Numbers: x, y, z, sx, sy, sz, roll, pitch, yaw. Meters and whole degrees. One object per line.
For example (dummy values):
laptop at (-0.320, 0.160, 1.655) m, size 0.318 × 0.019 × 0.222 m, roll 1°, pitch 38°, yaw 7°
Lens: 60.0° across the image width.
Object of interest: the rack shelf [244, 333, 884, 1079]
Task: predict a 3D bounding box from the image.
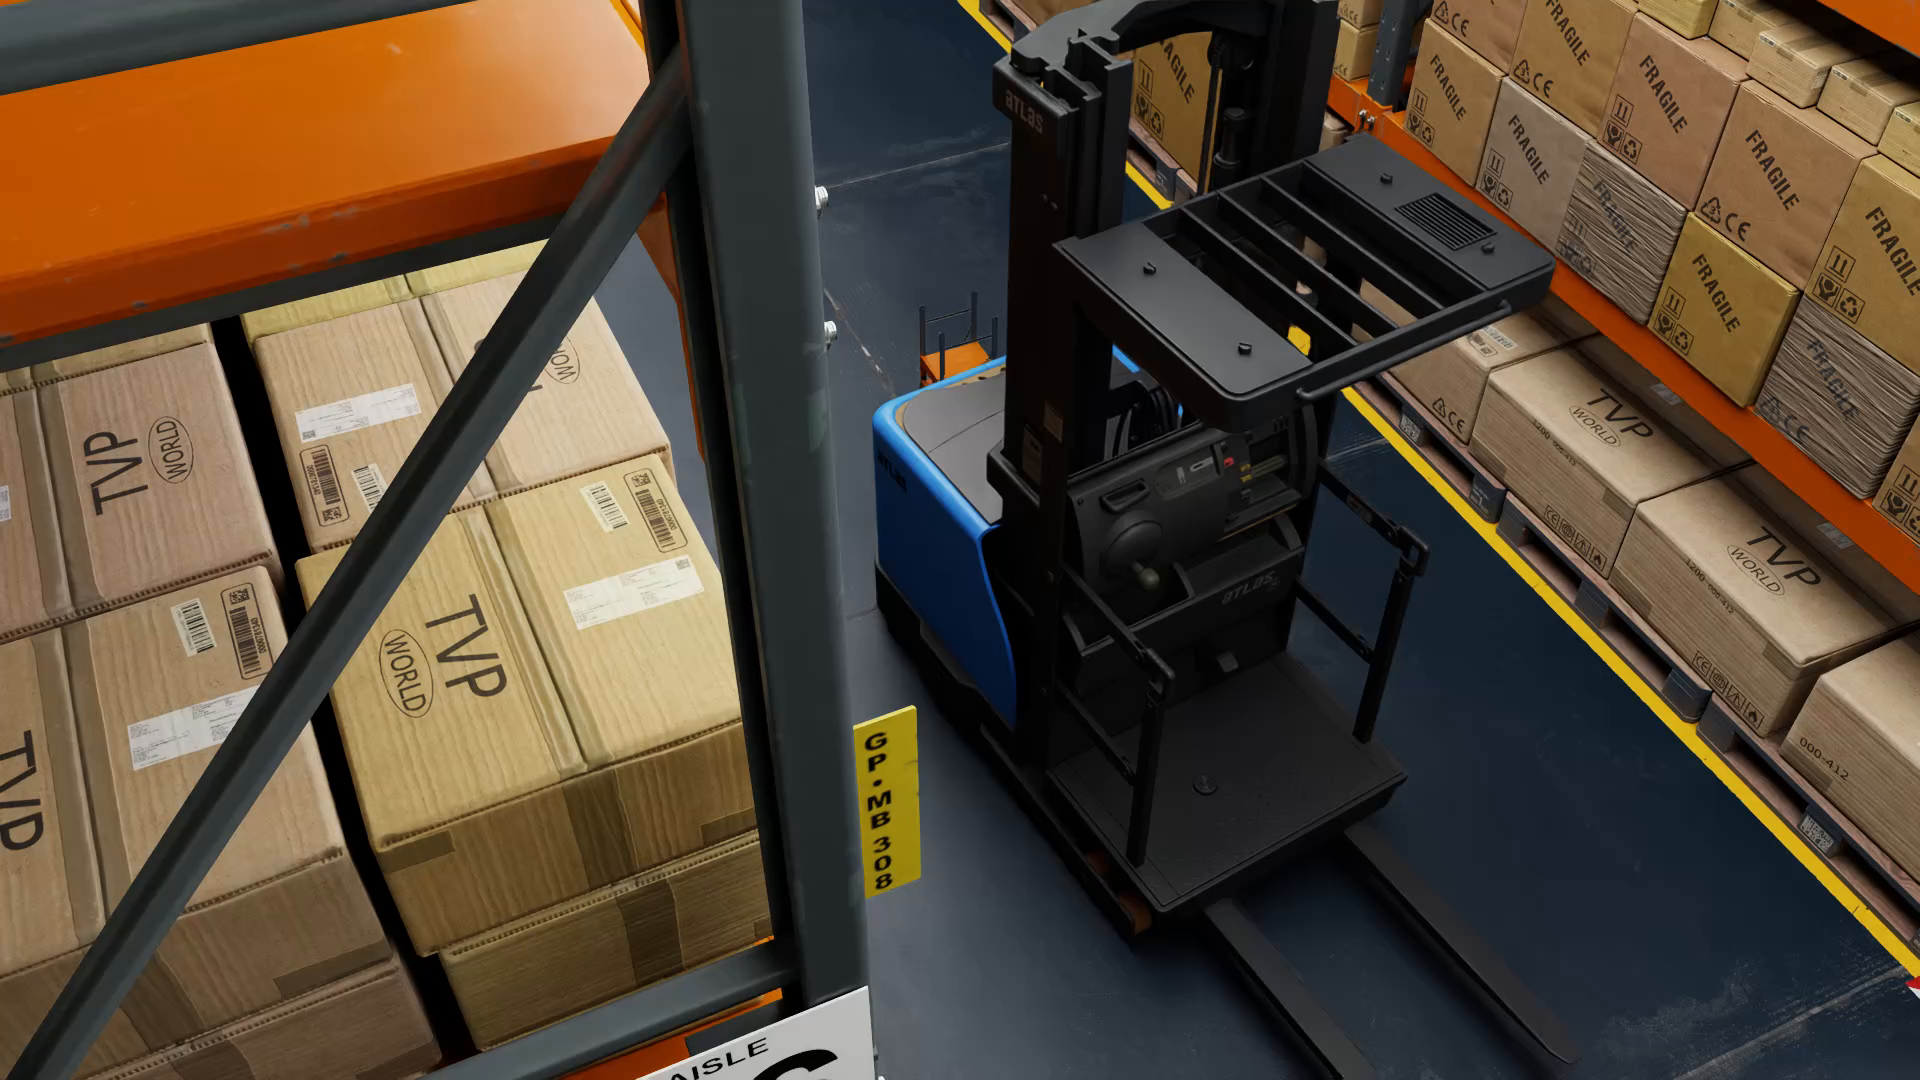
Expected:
rack shelf at (-1.427, -0.236, 3.599) m, size 1.077 × 0.370 × 4.000 m, roll -18°, pitch 47°, yaw -17°

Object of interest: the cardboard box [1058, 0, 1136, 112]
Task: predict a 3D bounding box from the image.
cardboard box at (1.138, -3.075, 9.313) m, size 0.875 × 0.875 × 0.875 m, roll -17°, pitch 47°, yaw -17°

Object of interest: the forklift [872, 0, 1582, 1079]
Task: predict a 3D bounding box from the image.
forklift at (0.862, -0.062, 5.095) m, size 1.130 × 2.935 × 3.031 m, roll -23°, pitch 49°, yaw -22°

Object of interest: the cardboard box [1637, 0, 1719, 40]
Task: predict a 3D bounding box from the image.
cardboard box at (2.534, -1.848, 5.611) m, size 0.380 × 0.149 × 0.250 m, roll -19°, pitch 48°, yaw -19°

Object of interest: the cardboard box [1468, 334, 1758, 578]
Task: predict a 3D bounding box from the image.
cardboard box at (2.778, -0.402, 6.916) m, size 0.875 × 0.438 × 0.875 m, roll -19°, pitch 48°, yaw -19°

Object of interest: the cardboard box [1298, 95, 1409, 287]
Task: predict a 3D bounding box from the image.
cardboard box at (1.901, -1.932, 8.155) m, size 0.875 × 0.875 × 0.875 m, roll -17°, pitch 47°, yaw -16°

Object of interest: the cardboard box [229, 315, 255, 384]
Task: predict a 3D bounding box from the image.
cardboard box at (-1.673, -0.445, 3.193) m, size 0.500 × 0.250 × 0.500 m, roll -17°, pitch 47°, yaw -16°

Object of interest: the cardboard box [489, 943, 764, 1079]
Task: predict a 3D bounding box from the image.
cardboard box at (-0.509, 0.600, 2.418) m, size 0.380 × 0.149 × 0.250 m, roll -17°, pitch 47°, yaw -17°

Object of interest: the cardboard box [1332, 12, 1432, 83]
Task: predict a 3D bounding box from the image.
cardboard box at (1.817, -2.325, 7.446) m, size 0.500 × 0.250 × 0.500 m, roll -19°, pitch 48°, yaw -18°

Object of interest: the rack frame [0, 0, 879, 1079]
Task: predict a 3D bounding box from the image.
rack frame at (-0.586, -0.285, 1.001) m, size 1.000 × 3.000 × 0.127 m, roll -18°, pitch 47°, yaw -17°

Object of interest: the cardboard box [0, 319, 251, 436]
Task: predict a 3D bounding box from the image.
cardboard box at (-1.470, -0.306, 2.696) m, size 0.500 × 0.250 × 0.500 m, roll -18°, pitch 47°, yaw -17°

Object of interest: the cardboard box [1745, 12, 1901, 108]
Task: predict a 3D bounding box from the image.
cardboard box at (2.755, -1.535, 5.294) m, size 0.380 × 0.149 × 0.250 m, roll -18°, pitch 47°, yaw -17°

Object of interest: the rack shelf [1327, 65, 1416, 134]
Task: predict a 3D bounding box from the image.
rack shelf at (1.393, -3.185, 8.724) m, size 1.077 × 0.370 × 4.000 m, roll -18°, pitch 47°, yaw -17°

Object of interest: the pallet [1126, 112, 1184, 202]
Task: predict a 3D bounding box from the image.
pallet at (1.324, -2.422, 9.424) m, size 1.003 × 0.211 × 1.213 m, roll -18°, pitch 47°, yaw -17°

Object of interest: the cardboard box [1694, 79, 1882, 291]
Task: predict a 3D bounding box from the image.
cardboard box at (2.836, -1.208, 5.424) m, size 0.500 × 0.500 × 0.500 m, roll -18°, pitch 47°, yaw -18°

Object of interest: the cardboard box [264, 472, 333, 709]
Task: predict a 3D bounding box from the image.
cardboard box at (-1.246, 0.204, 2.536) m, size 0.500 × 0.250 × 0.500 m, roll -18°, pitch 47°, yaw -17°

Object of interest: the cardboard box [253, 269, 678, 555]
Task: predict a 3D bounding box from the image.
cardboard box at (-0.742, -0.134, 2.523) m, size 0.500 × 0.250 × 0.500 m, roll -18°, pitch 47°, yaw -18°

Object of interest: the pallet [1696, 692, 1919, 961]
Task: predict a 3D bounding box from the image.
pallet at (3.509, 0.888, 6.068) m, size 1.003 × 0.211 × 1.213 m, roll -18°, pitch 47°, yaw -17°

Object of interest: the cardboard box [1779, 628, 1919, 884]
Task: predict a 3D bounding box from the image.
cardboard box at (3.548, 0.754, 5.745) m, size 0.875 × 0.438 × 0.875 m, roll -20°, pitch 48°, yaw -19°

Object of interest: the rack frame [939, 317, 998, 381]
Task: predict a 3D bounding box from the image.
rack frame at (0.032, -0.378, 6.648) m, size 0.240 × 1.200 × 0.006 m, roll -18°, pitch 47°, yaw -17°

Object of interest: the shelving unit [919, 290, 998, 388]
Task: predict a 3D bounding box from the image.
shelving unit at (-0.006, -0.436, 6.707) m, size 0.258 × 1.200 × 0.189 m, roll -18°, pitch 47°, yaw -17°

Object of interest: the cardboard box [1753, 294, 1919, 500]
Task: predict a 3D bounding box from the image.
cardboard box at (3.050, -0.532, 5.451) m, size 0.500 × 0.500 × 0.500 m, roll -17°, pitch 47°, yaw -16°

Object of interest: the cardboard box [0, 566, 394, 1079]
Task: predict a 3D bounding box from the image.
cardboard box at (-1.026, 0.351, 2.031) m, size 0.500 × 0.250 × 0.500 m, roll -19°, pitch 48°, yaw -19°

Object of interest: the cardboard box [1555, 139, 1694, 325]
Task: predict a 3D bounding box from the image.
cardboard box at (2.605, -1.185, 6.113) m, size 0.500 × 0.500 × 0.500 m, roll -18°, pitch 47°, yaw -17°

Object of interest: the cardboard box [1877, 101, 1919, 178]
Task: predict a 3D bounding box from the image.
cardboard box at (2.997, -1.207, 4.961) m, size 0.380 × 0.149 × 0.250 m, roll -17°, pitch 47°, yaw -16°

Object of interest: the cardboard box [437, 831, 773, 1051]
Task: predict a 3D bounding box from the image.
cardboard box at (-0.525, 0.367, 2.371) m, size 0.500 × 0.250 × 0.500 m, roll -19°, pitch 48°, yaw -18°

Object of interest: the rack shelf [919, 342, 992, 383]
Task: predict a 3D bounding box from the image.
rack shelf at (-0.006, -0.661, 6.485) m, size 0.258 × 0.103 × 0.180 m, roll -18°, pitch 47°, yaw -17°

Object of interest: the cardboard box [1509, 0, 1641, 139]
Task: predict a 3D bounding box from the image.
cardboard box at (2.421, -1.860, 6.085) m, size 0.500 × 0.500 × 0.500 m, roll -19°, pitch 48°, yaw -18°

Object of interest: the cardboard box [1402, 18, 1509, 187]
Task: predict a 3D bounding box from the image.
cardboard box at (2.194, -1.826, 6.763) m, size 0.500 × 0.500 × 0.500 m, roll -17°, pitch 47°, yaw -16°

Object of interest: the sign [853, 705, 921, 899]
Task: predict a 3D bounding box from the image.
sign at (-0.094, 0.311, 1.910) m, size 0.100 × 0.325 × 0.005 m, roll -18°, pitch 47°, yaw -17°

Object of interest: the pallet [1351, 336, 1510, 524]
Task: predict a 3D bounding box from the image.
pallet at (2.483, -0.667, 7.644) m, size 1.003 × 0.211 × 1.213 m, roll -18°, pitch 47°, yaw -17°
